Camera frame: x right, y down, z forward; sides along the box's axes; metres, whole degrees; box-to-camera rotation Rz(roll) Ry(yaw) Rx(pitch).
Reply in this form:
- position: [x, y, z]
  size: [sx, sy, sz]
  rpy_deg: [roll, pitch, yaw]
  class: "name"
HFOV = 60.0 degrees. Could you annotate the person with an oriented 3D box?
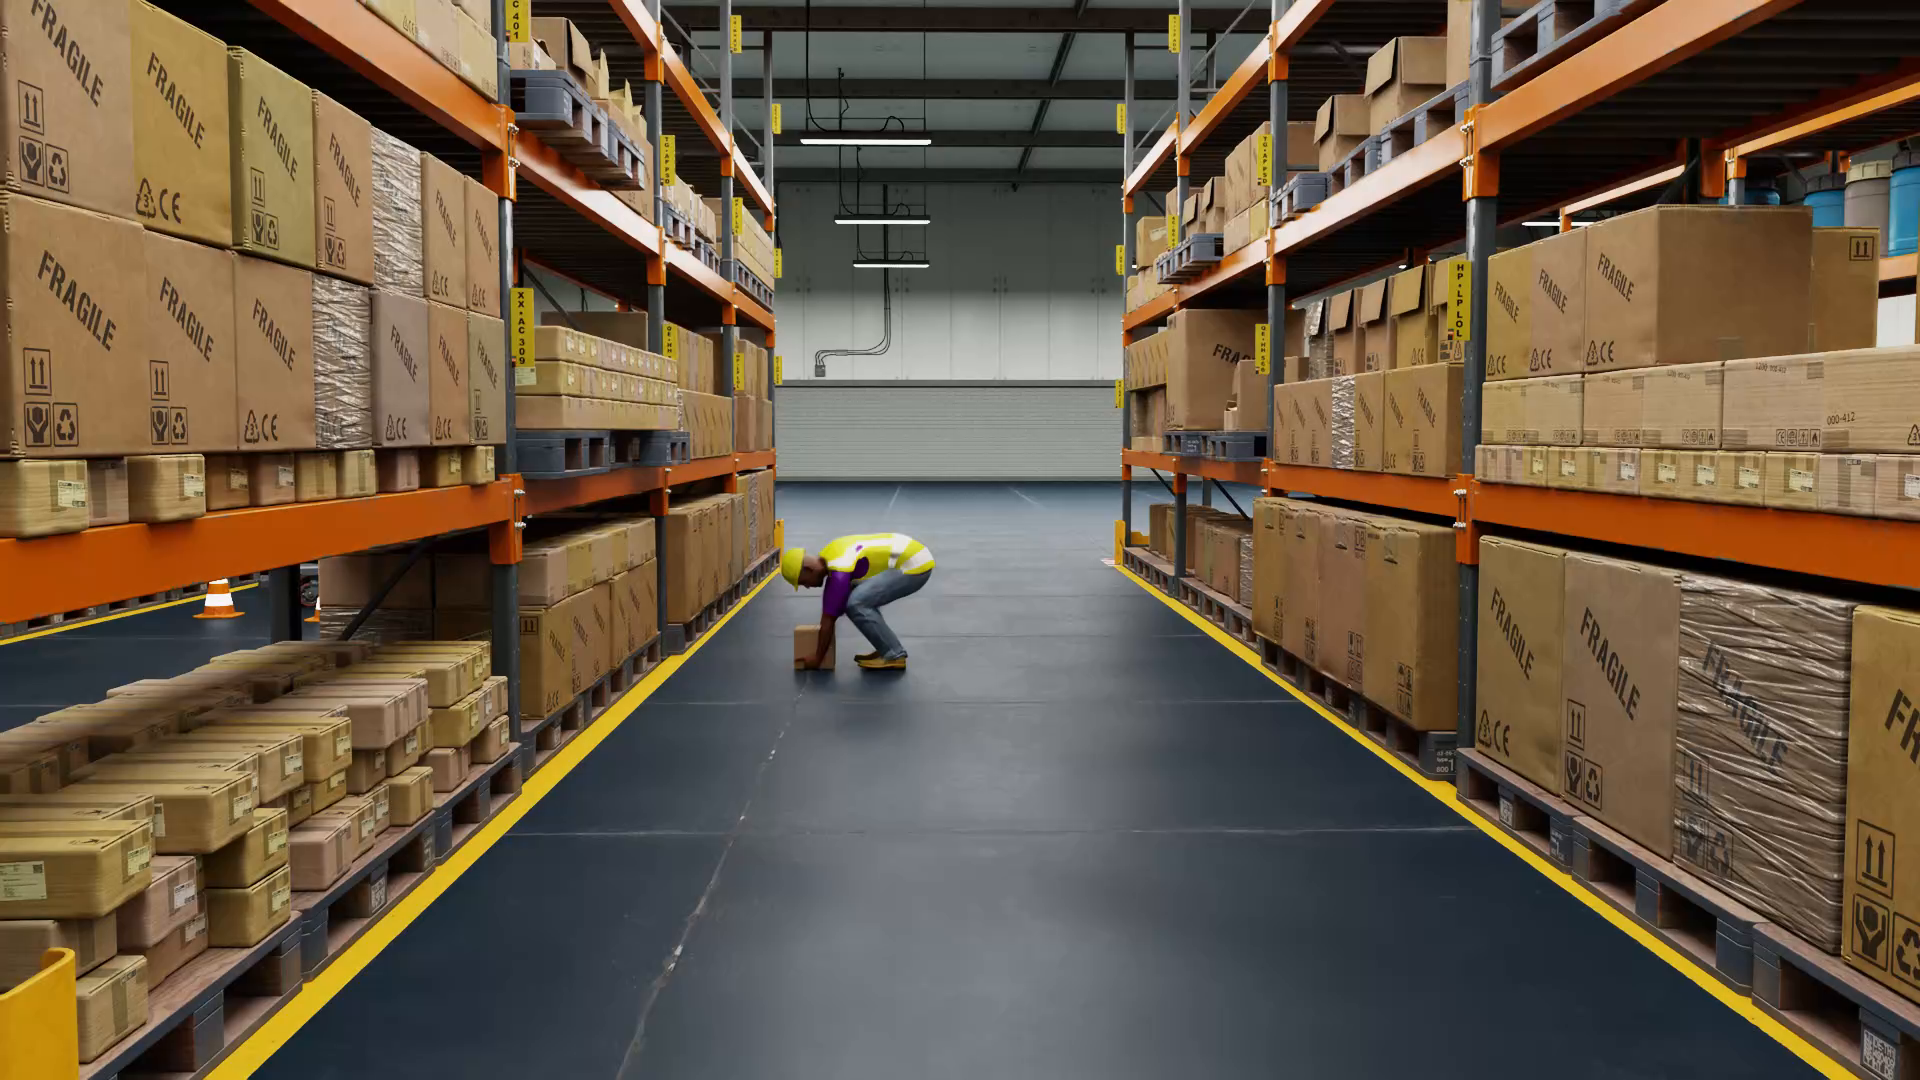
- position: [-0.649, 0.394, 10.629]
  size: [0.980, 0.876, 0.508]
  rpy_deg: [0, 4, -3]
  class: "person"
